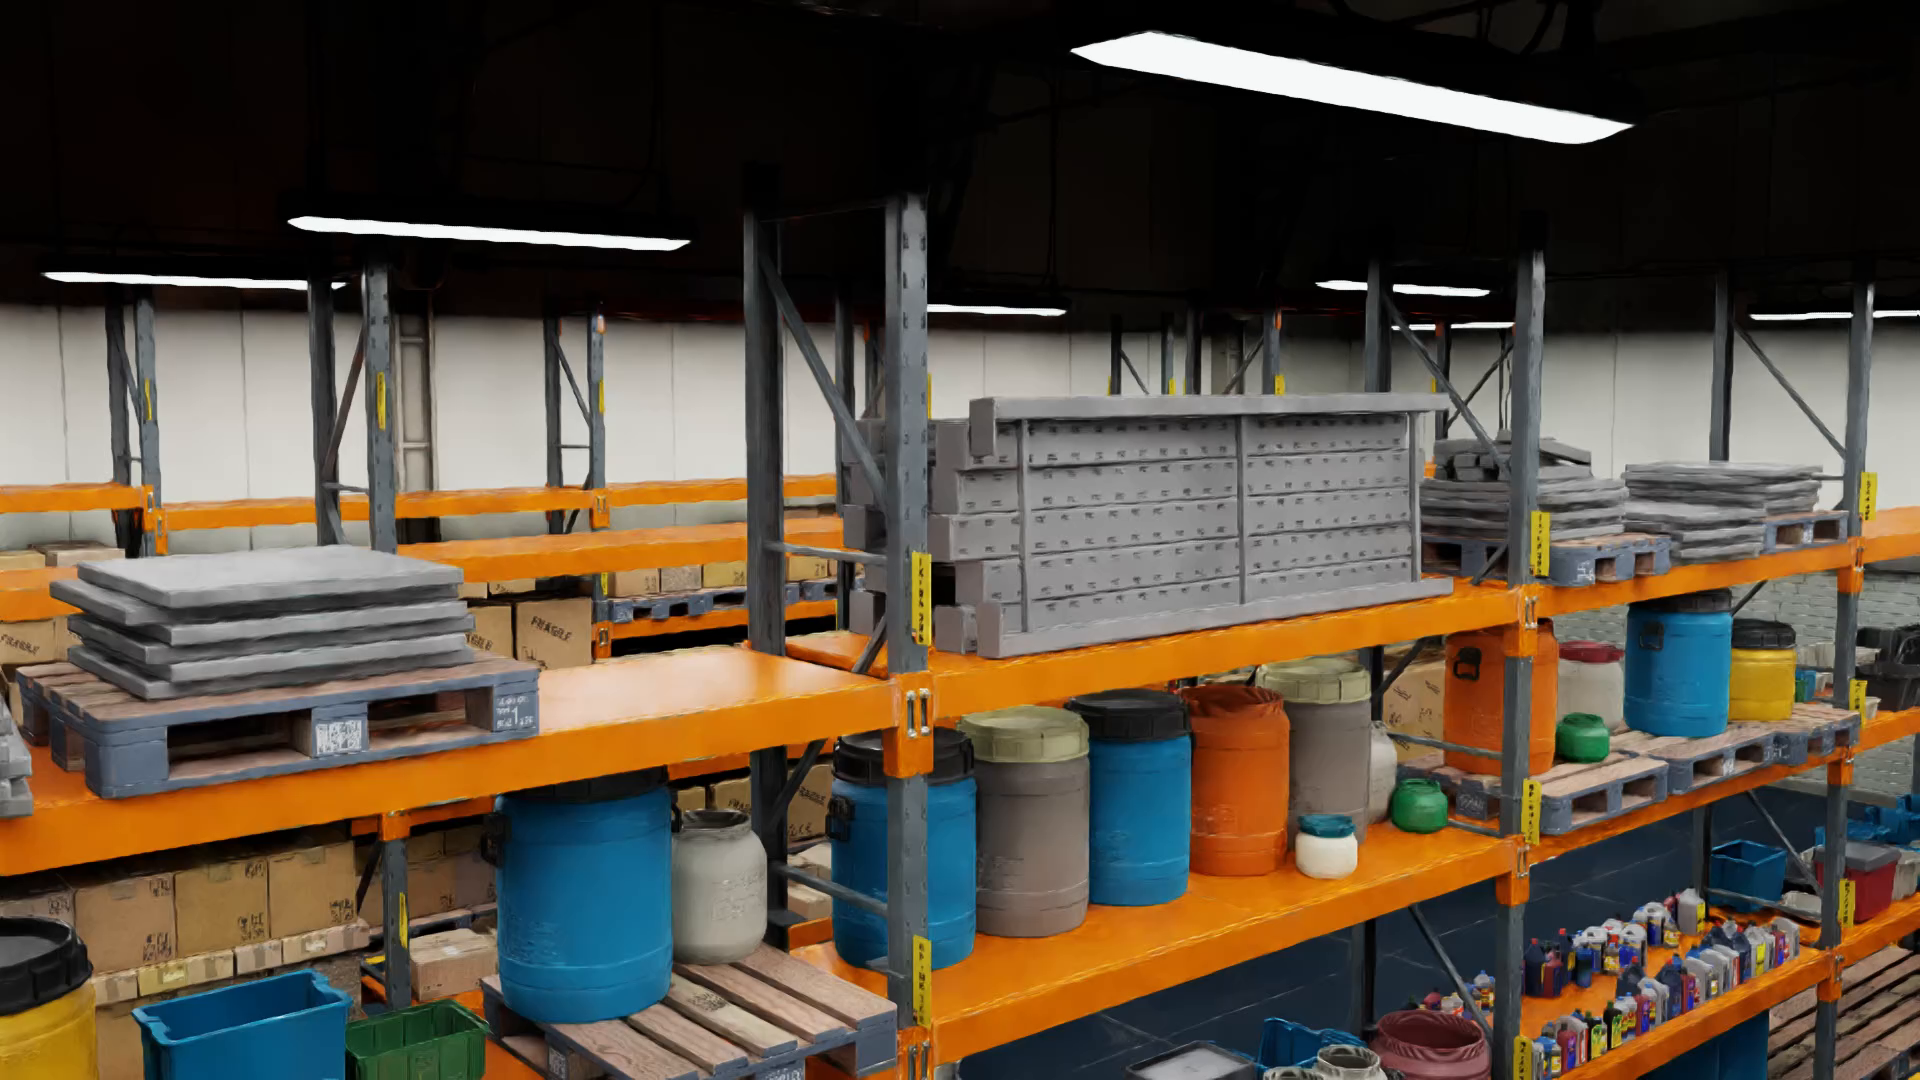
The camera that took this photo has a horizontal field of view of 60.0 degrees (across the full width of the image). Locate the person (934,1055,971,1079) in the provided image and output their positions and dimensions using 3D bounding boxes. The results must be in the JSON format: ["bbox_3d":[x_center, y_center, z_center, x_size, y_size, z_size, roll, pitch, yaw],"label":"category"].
[{"bbox_3d":[-0.184,3.295,11.068,0.491,1.598,1.000,5,7,41],"label":"person"}]
